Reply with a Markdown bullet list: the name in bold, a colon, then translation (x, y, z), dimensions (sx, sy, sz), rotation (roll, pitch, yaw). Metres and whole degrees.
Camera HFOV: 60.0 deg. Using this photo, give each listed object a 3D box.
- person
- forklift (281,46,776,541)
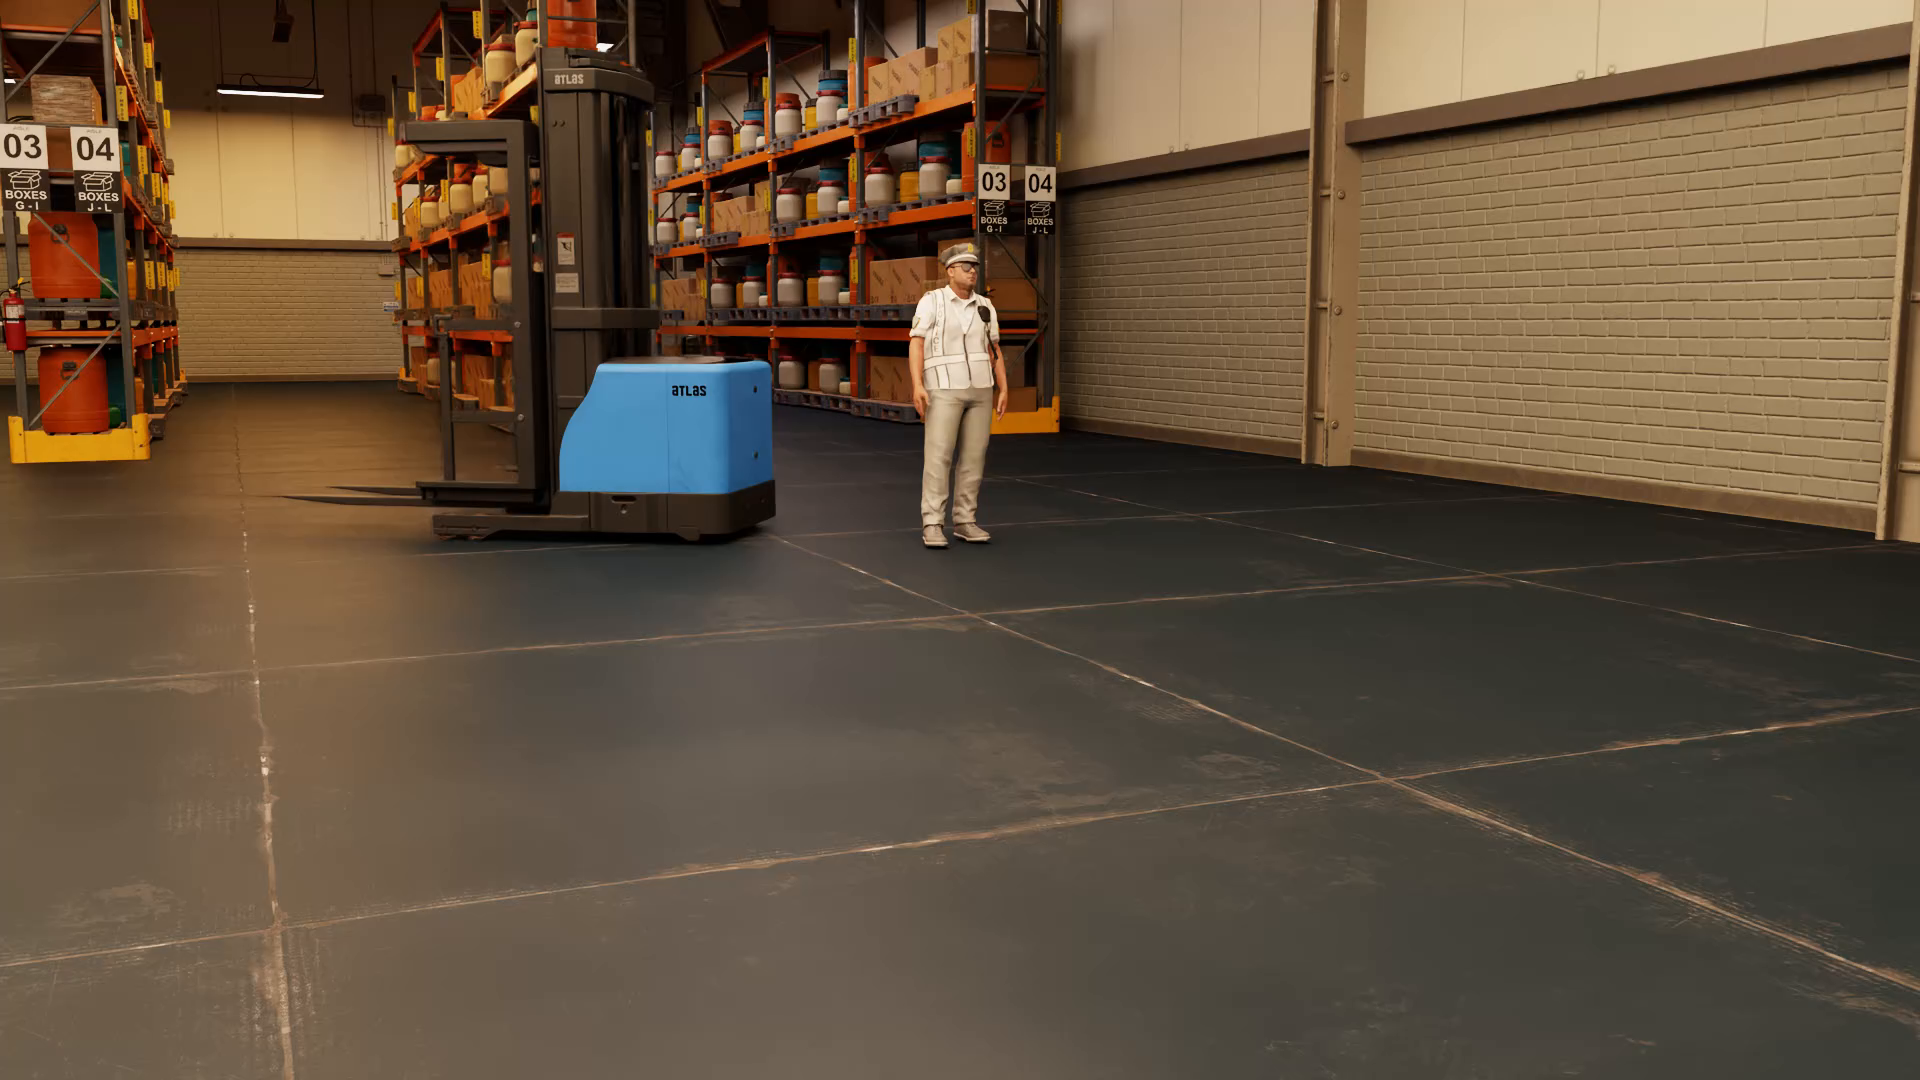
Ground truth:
- **person**: translation (0.021, -0.880, 9.961), dimensions (0.641, 1.779, 0.574), rotation (-3, 8, -23)
- **forklift**: translation (-2.762, -1.516, 10.437), dimensions (3.031, 2.935, 1.130), rotation (1, 8, 10)
